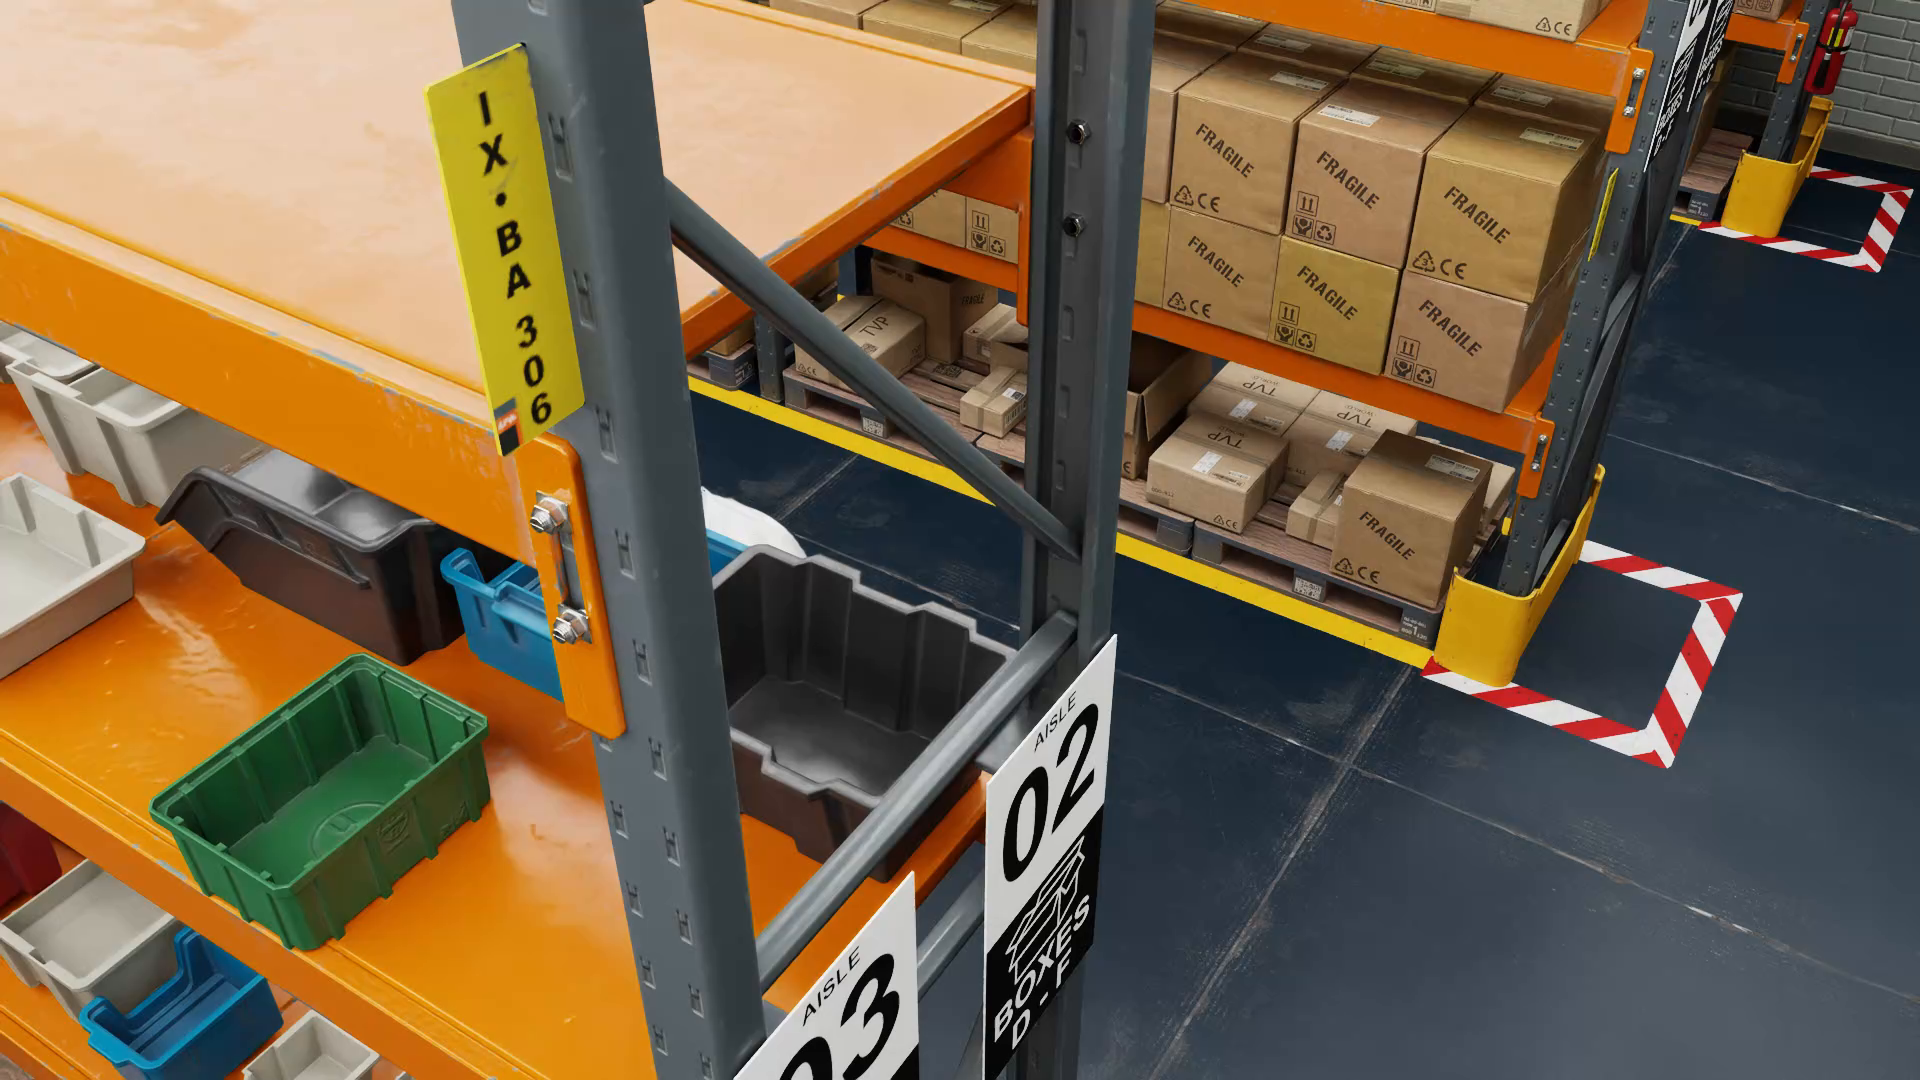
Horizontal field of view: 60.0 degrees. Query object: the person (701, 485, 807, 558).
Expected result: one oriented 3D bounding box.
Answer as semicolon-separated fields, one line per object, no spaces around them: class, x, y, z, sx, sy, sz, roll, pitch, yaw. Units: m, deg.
person;-1.037;0.280;6.695;0.969;1.255;0.479;20;42;24
